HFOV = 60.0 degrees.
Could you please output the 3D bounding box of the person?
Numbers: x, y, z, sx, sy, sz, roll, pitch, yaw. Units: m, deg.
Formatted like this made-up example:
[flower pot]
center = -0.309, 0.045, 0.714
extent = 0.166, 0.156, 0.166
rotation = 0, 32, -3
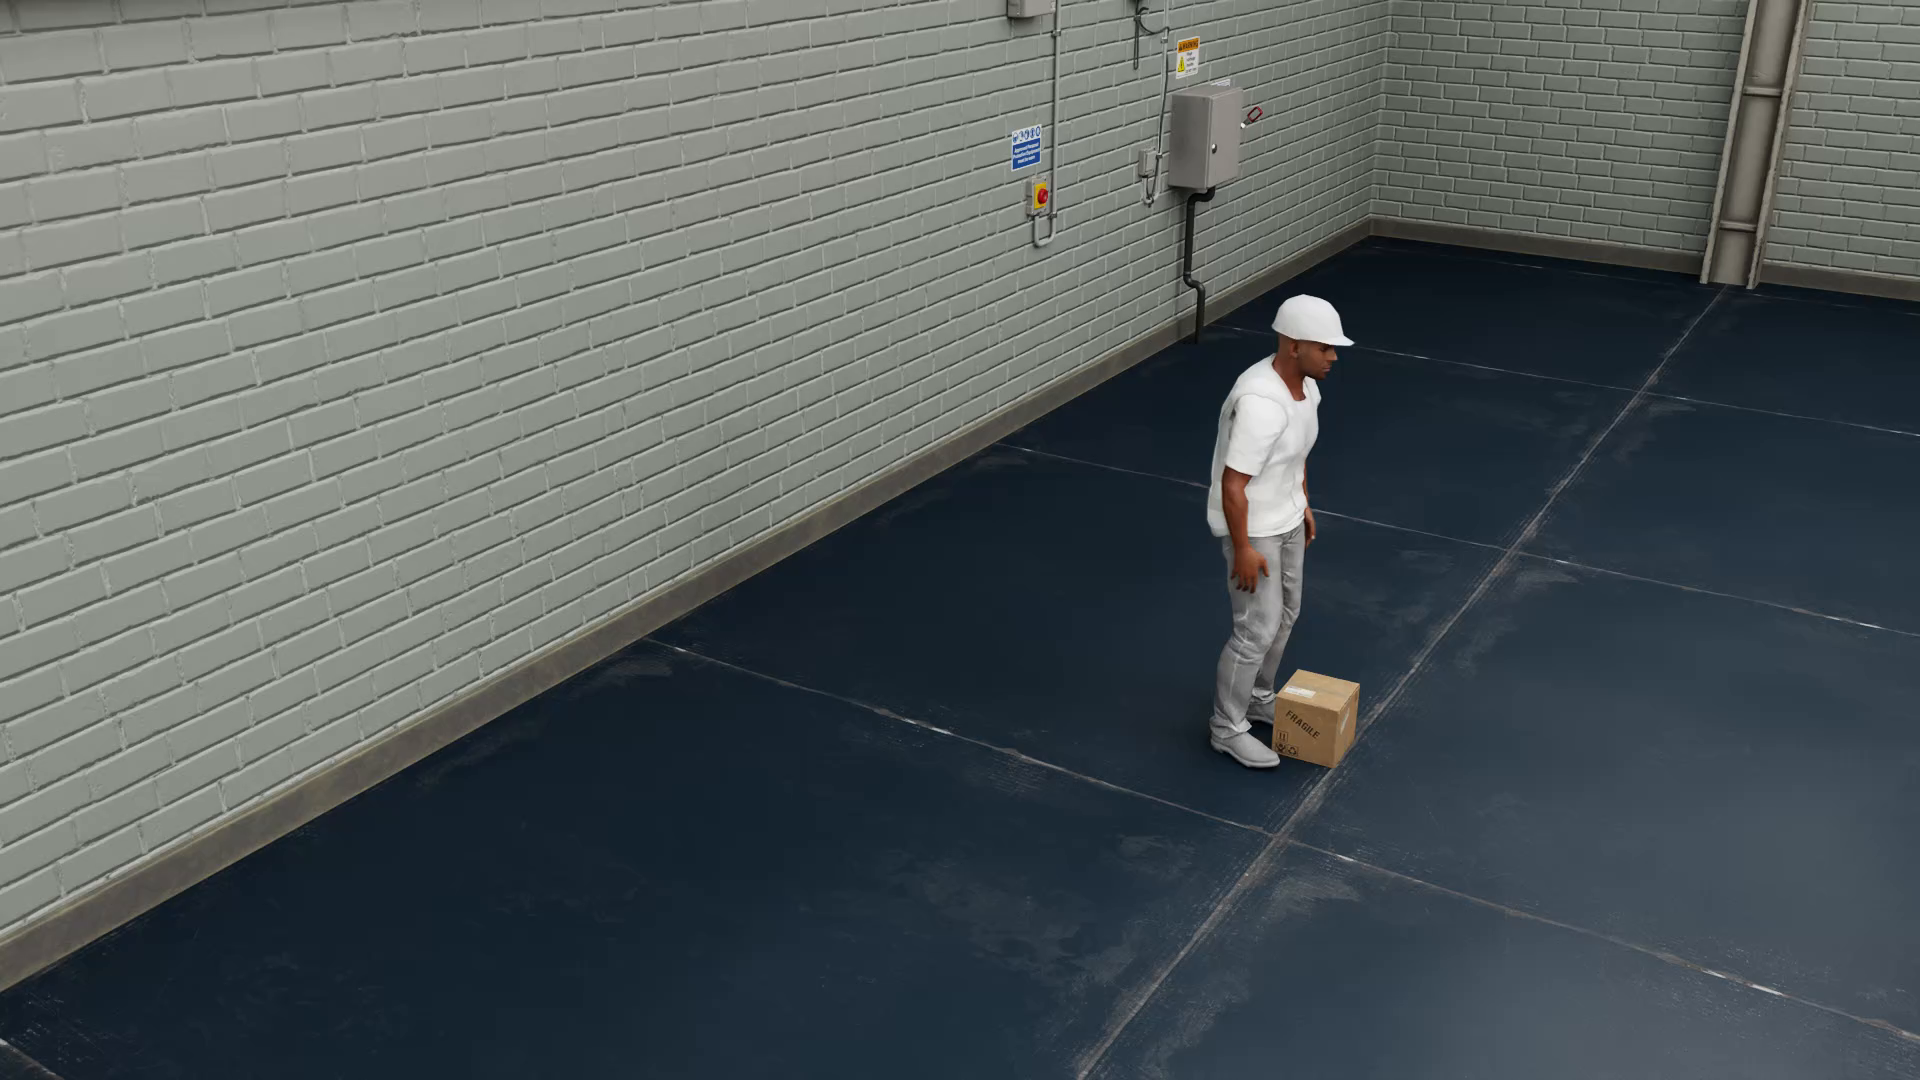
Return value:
[person]
center = 1.163, -0.051, 6.192
extent = 0.459, 1.760, 0.627
rotation = 14, 27, 29
